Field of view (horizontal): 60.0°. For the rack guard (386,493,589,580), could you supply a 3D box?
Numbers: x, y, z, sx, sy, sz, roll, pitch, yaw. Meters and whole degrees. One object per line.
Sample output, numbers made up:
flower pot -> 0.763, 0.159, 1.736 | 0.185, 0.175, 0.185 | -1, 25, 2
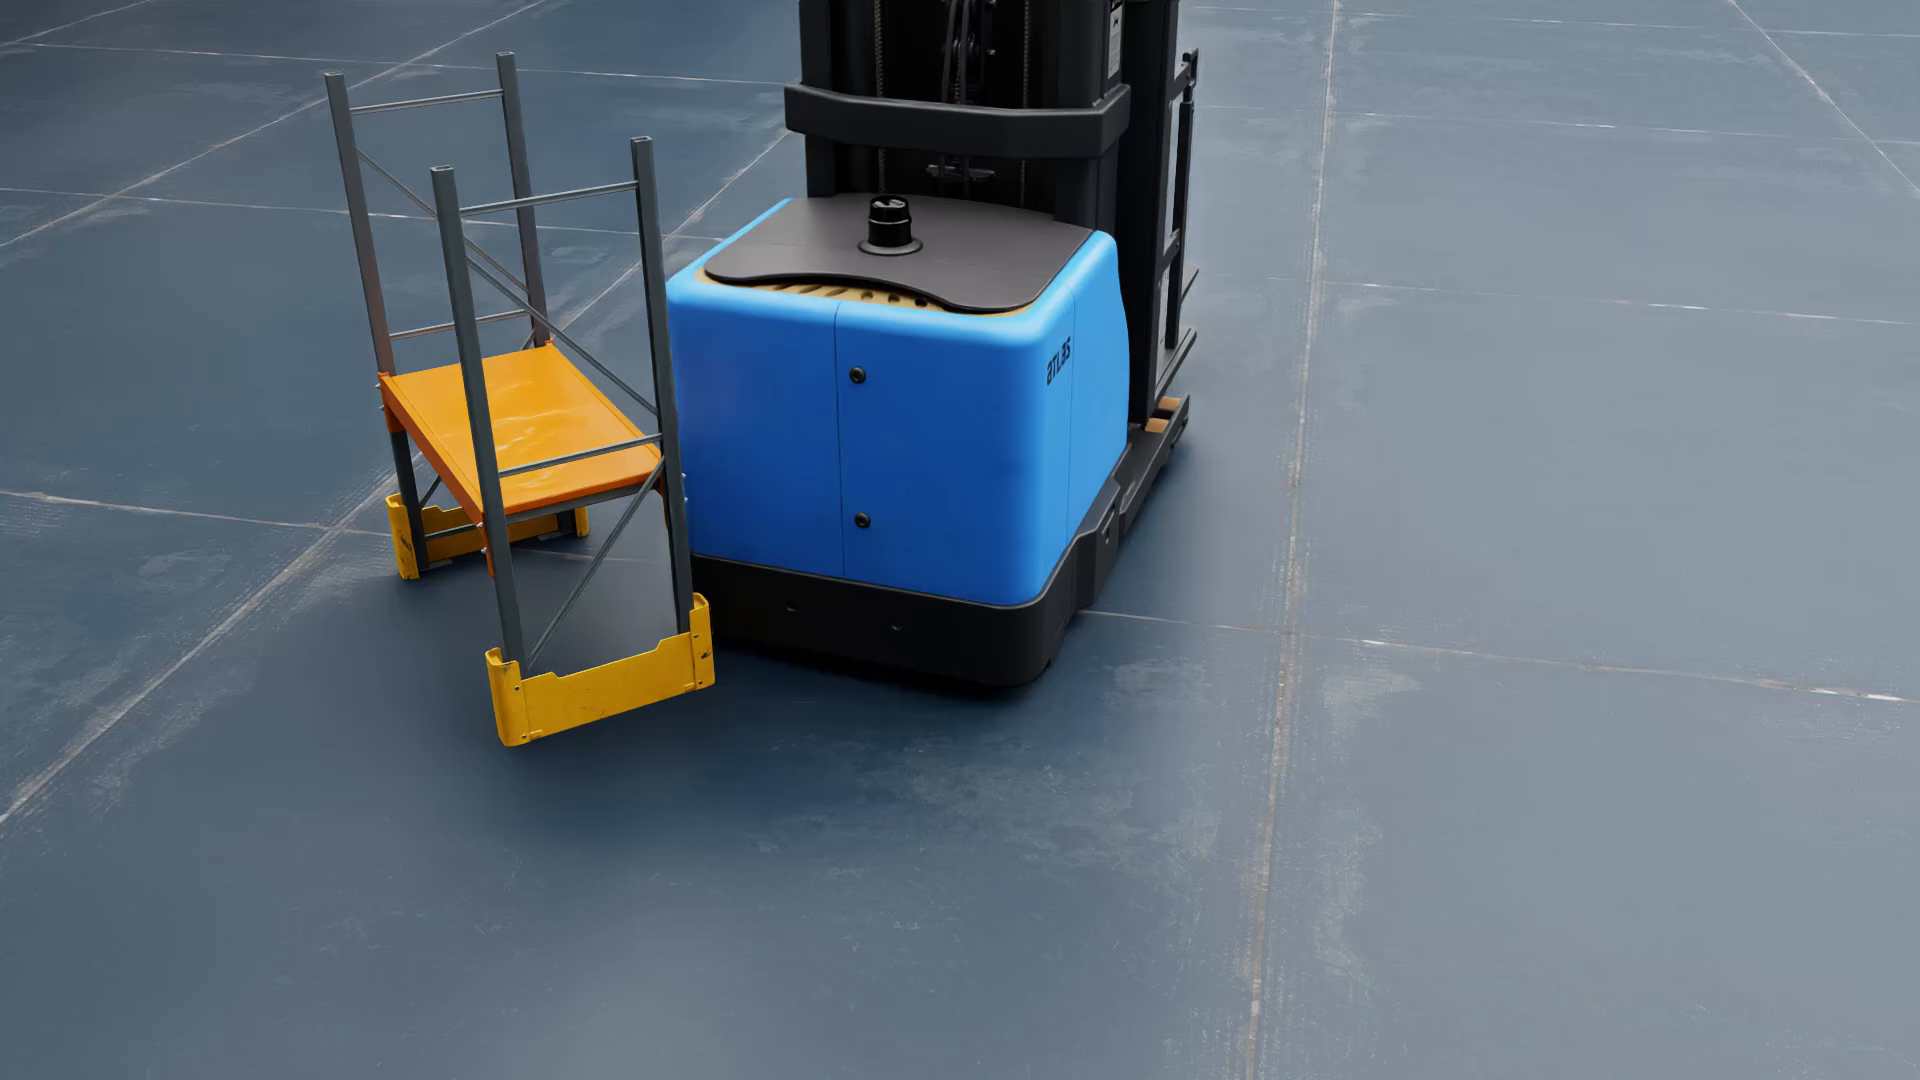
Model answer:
rack guard -> -1.446, -0.073, 5.124 | 0.587, 0.250, 0.087 | -16, 33, -27

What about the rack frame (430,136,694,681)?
rack frame -> -0.925, -0.203, 4.059 | 0.500, 1.500, 0.032 | -16, 33, -27

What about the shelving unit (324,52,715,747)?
shelving unit -> -1.190, -0.416, 4.449 | 0.587, 1.500, 1.083 | -16, 33, -27

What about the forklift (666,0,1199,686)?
forklift -> 0.174, -1.592, 5.105 | 1.130, 2.935, 3.031 | 9, 30, 16

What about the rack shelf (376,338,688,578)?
rack shelf -> -1.186, -0.255, 4.528 | 0.538, 0.185, 1.000 | -16, 33, -27

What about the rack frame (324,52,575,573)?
rack frame -> -1.446, -0.622, 4.825 | 0.500, 1.500, 0.032 | -16, 33, -27

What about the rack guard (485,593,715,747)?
rack guard -> -0.935, 0.337, 4.374 | 0.587, 0.250, 0.087 | -16, 33, -27
